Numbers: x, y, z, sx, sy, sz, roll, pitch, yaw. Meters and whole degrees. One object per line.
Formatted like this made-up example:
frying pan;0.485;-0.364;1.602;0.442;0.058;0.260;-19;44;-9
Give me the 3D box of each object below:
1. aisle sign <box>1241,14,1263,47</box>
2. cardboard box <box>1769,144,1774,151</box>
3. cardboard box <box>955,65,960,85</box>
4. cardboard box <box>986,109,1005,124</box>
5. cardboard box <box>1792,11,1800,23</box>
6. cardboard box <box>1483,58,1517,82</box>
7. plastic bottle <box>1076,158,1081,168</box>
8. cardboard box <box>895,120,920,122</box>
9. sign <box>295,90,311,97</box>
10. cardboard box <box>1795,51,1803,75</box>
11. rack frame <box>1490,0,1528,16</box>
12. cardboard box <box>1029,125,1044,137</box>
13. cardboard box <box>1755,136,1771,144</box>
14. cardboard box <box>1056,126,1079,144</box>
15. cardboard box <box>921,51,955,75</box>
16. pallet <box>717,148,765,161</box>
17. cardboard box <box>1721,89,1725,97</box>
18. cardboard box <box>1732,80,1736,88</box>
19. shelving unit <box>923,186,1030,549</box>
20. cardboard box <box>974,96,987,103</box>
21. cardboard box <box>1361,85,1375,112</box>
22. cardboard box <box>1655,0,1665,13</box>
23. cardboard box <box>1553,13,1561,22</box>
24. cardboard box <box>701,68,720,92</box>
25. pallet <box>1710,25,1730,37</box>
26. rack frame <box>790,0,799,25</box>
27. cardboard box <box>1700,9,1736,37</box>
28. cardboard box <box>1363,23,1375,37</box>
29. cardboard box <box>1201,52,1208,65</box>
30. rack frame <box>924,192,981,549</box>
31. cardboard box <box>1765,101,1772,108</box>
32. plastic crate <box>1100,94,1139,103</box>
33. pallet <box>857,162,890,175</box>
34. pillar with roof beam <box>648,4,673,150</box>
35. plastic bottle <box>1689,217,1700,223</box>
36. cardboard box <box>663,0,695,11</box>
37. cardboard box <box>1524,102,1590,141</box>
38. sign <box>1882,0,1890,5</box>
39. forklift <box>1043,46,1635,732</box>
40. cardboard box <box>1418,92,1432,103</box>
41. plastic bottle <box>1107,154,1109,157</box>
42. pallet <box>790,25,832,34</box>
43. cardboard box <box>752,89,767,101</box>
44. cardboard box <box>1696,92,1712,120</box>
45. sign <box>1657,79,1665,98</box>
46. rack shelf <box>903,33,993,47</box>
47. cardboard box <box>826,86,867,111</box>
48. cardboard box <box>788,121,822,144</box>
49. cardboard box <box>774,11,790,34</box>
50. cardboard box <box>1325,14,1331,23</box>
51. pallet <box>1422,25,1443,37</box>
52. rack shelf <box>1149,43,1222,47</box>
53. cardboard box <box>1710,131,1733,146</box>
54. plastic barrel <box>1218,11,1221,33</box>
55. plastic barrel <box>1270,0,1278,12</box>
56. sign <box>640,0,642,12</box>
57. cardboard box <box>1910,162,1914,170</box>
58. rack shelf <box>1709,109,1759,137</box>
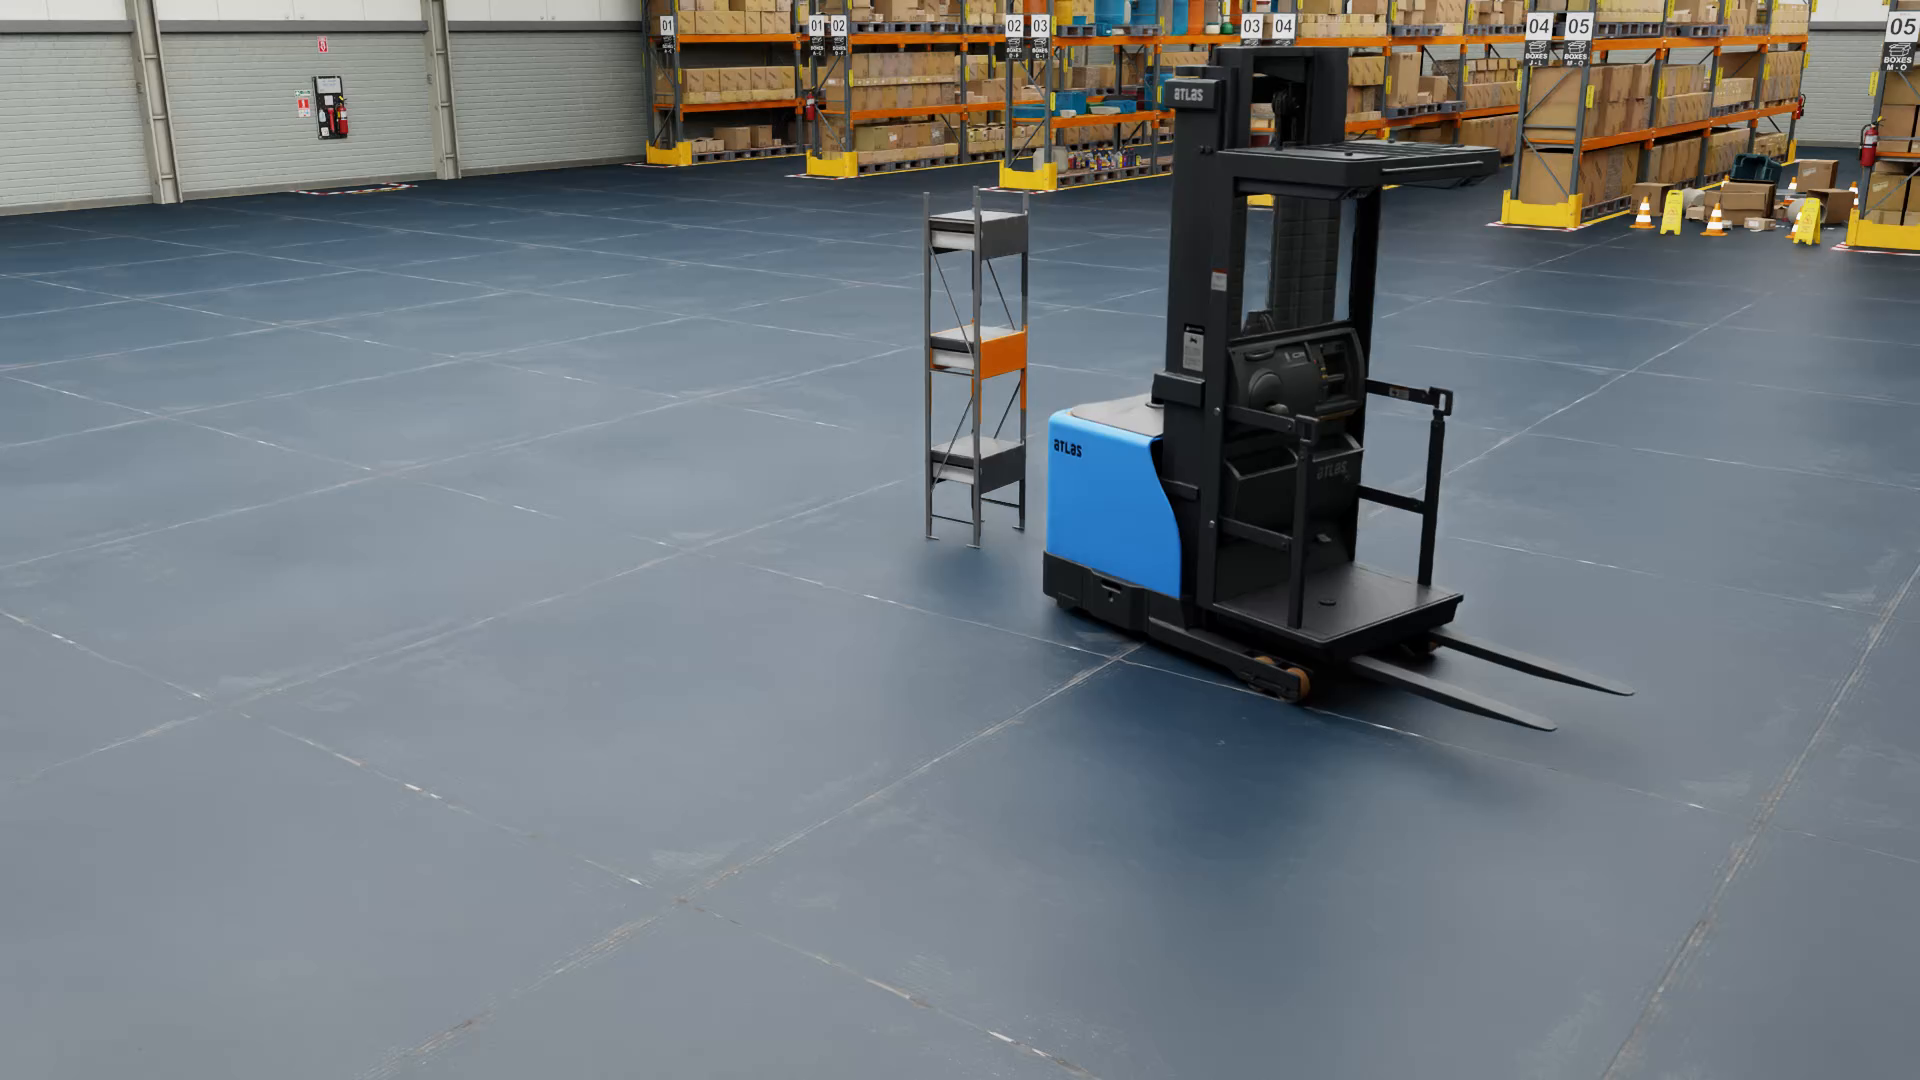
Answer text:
aisle sign;5.006;-8.623;28.572;0.394;0.787;0.004;12;21;35
cardboard box;17.739;-8.681;36.738;0.380;0.149;0.250;13;21;35
cardboard box;-0.175;-12.631;45.157;0.500;0.500;0.500;12;21;35
cardboard box;1.028;-11.995;47.317;0.700;0.500;0.500;13;21;35
cardboard box;18.059;-11.455;36.427;0.500;0.250;0.500;13;21;35
cardboard box;12.060;-10.575;37.380;0.797;0.503;0.637;12;21;33
plastic bottle;2.414;-7.678;33.888;0.097;0.201;0.097;0;17;0
cardboard box;-1.106;-9.118;37.211;0.500;0.500;0.500;12;21;35
sign;-12.409;-8.434;31.393;0.001;0.109;0.331;12;21;35
cardboard box;18.667;-10.768;37.506;0.500;0.500;0.500;12;21;34
rack frame;12.434;-13.067;37.148;1.000;3.000;0.127;12;21;35
cardboard box;1.678;-9.863;39.928;0.500;0.311;0.500;12;21;34
cardboard box;17.680;-8.838;36.741;0.380;0.149;0.250;13;21;35
cardboard box;2.598;-10.075;41.102;0.500;0.500;0.500;14;22;37
cardboard box;-0.546;-10.608;36.991;0.700;0.500;0.500;13;21;35
pallet;-5.365;-9.133;39.296;1.003;0.211;1.213;12;21;35
cardboard box;14.889;-8.840;32.867;0.380;0.149;0.250;13;21;35
cardboard box;15.338;-9.161;33.399;0.380;0.149;0.250;12;21;34
shelving unit;0.099;-1.042;10.059;0.431;2.100;0.503;12;21;35
cardboard box;0.406;-10.103;38.142;0.380;0.149;0.250;12;21;35
cardboard box;7.349;-8.390;31.533;0.875;0.500;0.500;12;21;35
cardboard box;11.503;-8.985;27.935;0.500;0.250;0.500;12;21;34
cardboard box;9.133;-8.143;25.897;0.380;0.149;0.250;12;21;35
cardboard box;-5.822;-10.442;37.766;0.500;0.500;0.500;12;21;35
pallet;13.633;-9.528;31.129;1.213;0.211;1.003;14;22;37
rack frame;-4.267;-13.787;39.468;1.000;3.000;0.127;12;21;35
cardboard box;14.528;-9.918;31.897;0.500;0.500;0.500;12;21;35
cardboard box;7.286;-9.380;30.586;0.500;0.250;0.500;13;22;36
cardboard box;6.519;-13.156;45.697;0.500;0.500;0.500;13;22;36
rack frame;-0.047;-0.984;9.872;0.400;2.100;0.015;12;21;35
cardboard box;17.369;-9.451;36.042;0.380;0.149;0.250;13;21;36
plastic crate;3.275;-9.040;34.400;0.767;0.338;0.504;12;21;35
pallet;-2.248;-7.953;35.498;1.003;0.211;1.213;12;21;35
pillar with roof beam;-3.471;-12.393;34.980;9.100;9.000;0.400;12;21;35
plastic bottle;11.795;-5.148;26.717;0.133;0.061;0.283;5;18;16
cardboard box;-6.226;-11.986;36.836;0.500;0.500;0.500;11;20;31
cardboard box;9.392;-6.611;26.222;0.875;0.550;0.550;12;21;35
sign;12.809;-7.551;22.950;0.100;0.325;0.005;12;21;35
forklift;1.769;-0.802;7.886;1.130;2.935;3.031;-13;22;-37
cardboard box;9.274;-8.941;33.495;0.396;0.266;0.258;12;21;33
plastic bottle;3.044;-7.738;33.943;0.061;0.283;0.133;12;21;35
pallet;-3.814;-12.393;40.354;1.213;0.211;1.003;12;21;35
cardboard box;-4.897;-10.454;39.069;0.500;0.250;0.500;12;21;34
cardboard box;13.921;-8.242;31.557;0.500;0.500;0.500;12;21;35
sign;12.037;-7.749;28.547;0.100;0.325;0.005;12;21;35
rack shelf;-0.692;-13.440;44.621;1.077;0.370;4.000;12;21;35
cardboard box;-2.381;-9.252;34.810;0.700;0.500;0.500;12;21;35
cardboard box;-3.842;-10.117;41.237;0.700;0.500;0.500;13;22;37
cardboard box;-4.371;-12.248;39.365;0.500;0.500;0.500;13;22;36
cardboard box;6.285;-9.156;29.192;0.380;0.149;0.250;12;21;35
pallet;8.736;-10.015;32.695;1.213;0.211;1.003;12;21;35
rack shelf;5.672;-13.519;44.873;1.077;0.370;4.000;12;21;35
cardboard box;15.186;-8.071;33.420;0.500;0.250;0.500;13;21;35
plastic barrel;5.642;-11.590;37.263;0.421;0.512;0.421;0;17;0
plastic barrel;7.562;-12.516;38.879;0.600;0.901;0.708;12;21;35
sign;-7.084;-11.928;37.045;0.100;0.325;0.005;12;21;35
cardboard box;13.986;-5.606;24.808;0.380;0.149;0.250;14;22;37
rack shelf;15.165;-8.481;33.711;1.077;0.370;4.000;12;21;35
